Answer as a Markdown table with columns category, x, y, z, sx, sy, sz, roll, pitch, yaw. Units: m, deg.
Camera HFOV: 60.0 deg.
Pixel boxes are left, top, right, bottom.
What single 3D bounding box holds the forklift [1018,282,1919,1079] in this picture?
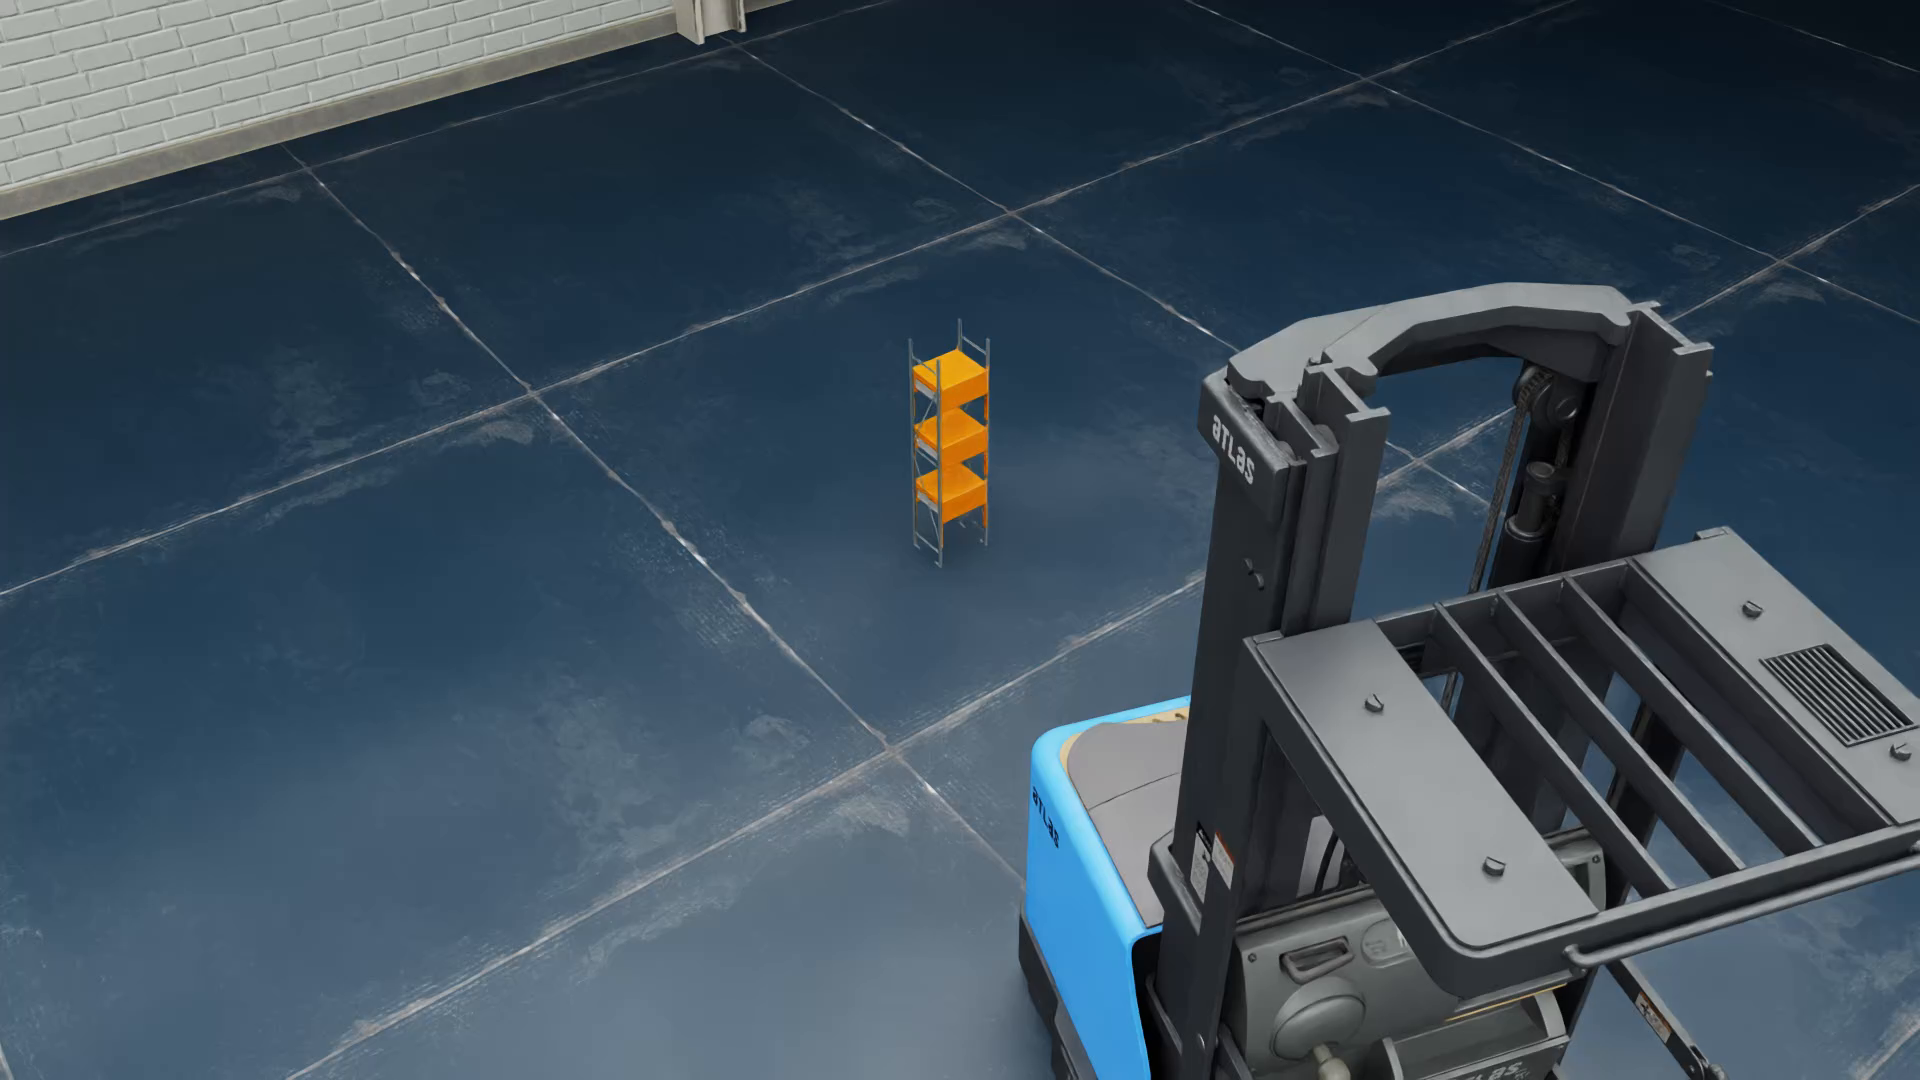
| category | x | y | z | sx | sy | sz | roll | pitch | yaw |
| --- | --- | --- | --- | --- | --- | --- | --- | --- | --- |
| forklift | 1.136 | 1.054 | 3.655 | 1.130 | 2.935 | 3.031 | -12 | 41 | -14 |

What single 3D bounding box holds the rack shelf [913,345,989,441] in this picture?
| category | x | y | z | sx | sy | sz | roll | pitch | yaw |
| --- | --- | --- | --- | --- | --- | --- | --- | --- | --- |
| rack shelf | -0.042 | -0.596 | 6.719 | 0.240 | 0.259 | 0.215 | -26 | 46 | -28 |

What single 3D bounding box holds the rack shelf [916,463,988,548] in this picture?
| category | x | y | z | sx | sy | sz | roll | pitch | yaw |
| --- | --- | --- | --- | --- | --- | --- | --- | --- | --- |
| rack shelf | -0.042 | -0.162 | 7.075 | 0.240 | 0.259 | 0.215 | -26 | 46 | -28 |

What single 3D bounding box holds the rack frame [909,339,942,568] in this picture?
| category | x | y | z | sx | sy | sz | roll | pitch | yaw |
| --- | --- | --- | --- | --- | --- | --- | --- | --- | --- |
| rack frame | -0.139 | -0.338 | 6.834 | 0.008 | 1.050 | 0.200 | -26 | 46 | -28 |

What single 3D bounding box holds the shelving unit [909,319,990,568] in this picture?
| category | x | y | z | sx | sy | sz | roll | pitch | yaw |
| --- | --- | --- | --- | --- | --- | --- | --- | --- | --- |
| shelving unit | -0.042 | -0.385 | 6.892 | 0.252 | 1.050 | 0.215 | -26 | 46 | -28 |

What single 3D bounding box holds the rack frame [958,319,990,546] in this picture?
| category | x | y | z | sx | sy | sz | roll | pitch | yaw |
| --- | --- | --- | --- | --- | --- | --- | --- | --- | --- |
| rack frame | 0.054 | -0.432 | 6.949 | 0.008 | 1.050 | 0.200 | -26 | 46 | -28 |

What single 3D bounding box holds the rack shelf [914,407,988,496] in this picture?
| category | x | y | z | sx | sy | sz | roll | pitch | yaw |
| --- | --- | --- | --- | --- | --- | --- | --- | --- | --- |
| rack shelf | -0.042 | -0.377 | 6.899 | 0.240 | 0.259 | 0.215 | -26 | 46 | -28 |

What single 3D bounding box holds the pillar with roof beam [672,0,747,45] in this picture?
| category | x | y | z | sx | sy | sz | roll | pitch | yaw |
| --- | --- | --- | --- | --- | --- | --- | --- | --- | --- |
| pillar with roof beam | 0.892 | -4.858 | 6.077 | 0.400 | 9.000 | 9.100 | -26 | 46 | -28 |
